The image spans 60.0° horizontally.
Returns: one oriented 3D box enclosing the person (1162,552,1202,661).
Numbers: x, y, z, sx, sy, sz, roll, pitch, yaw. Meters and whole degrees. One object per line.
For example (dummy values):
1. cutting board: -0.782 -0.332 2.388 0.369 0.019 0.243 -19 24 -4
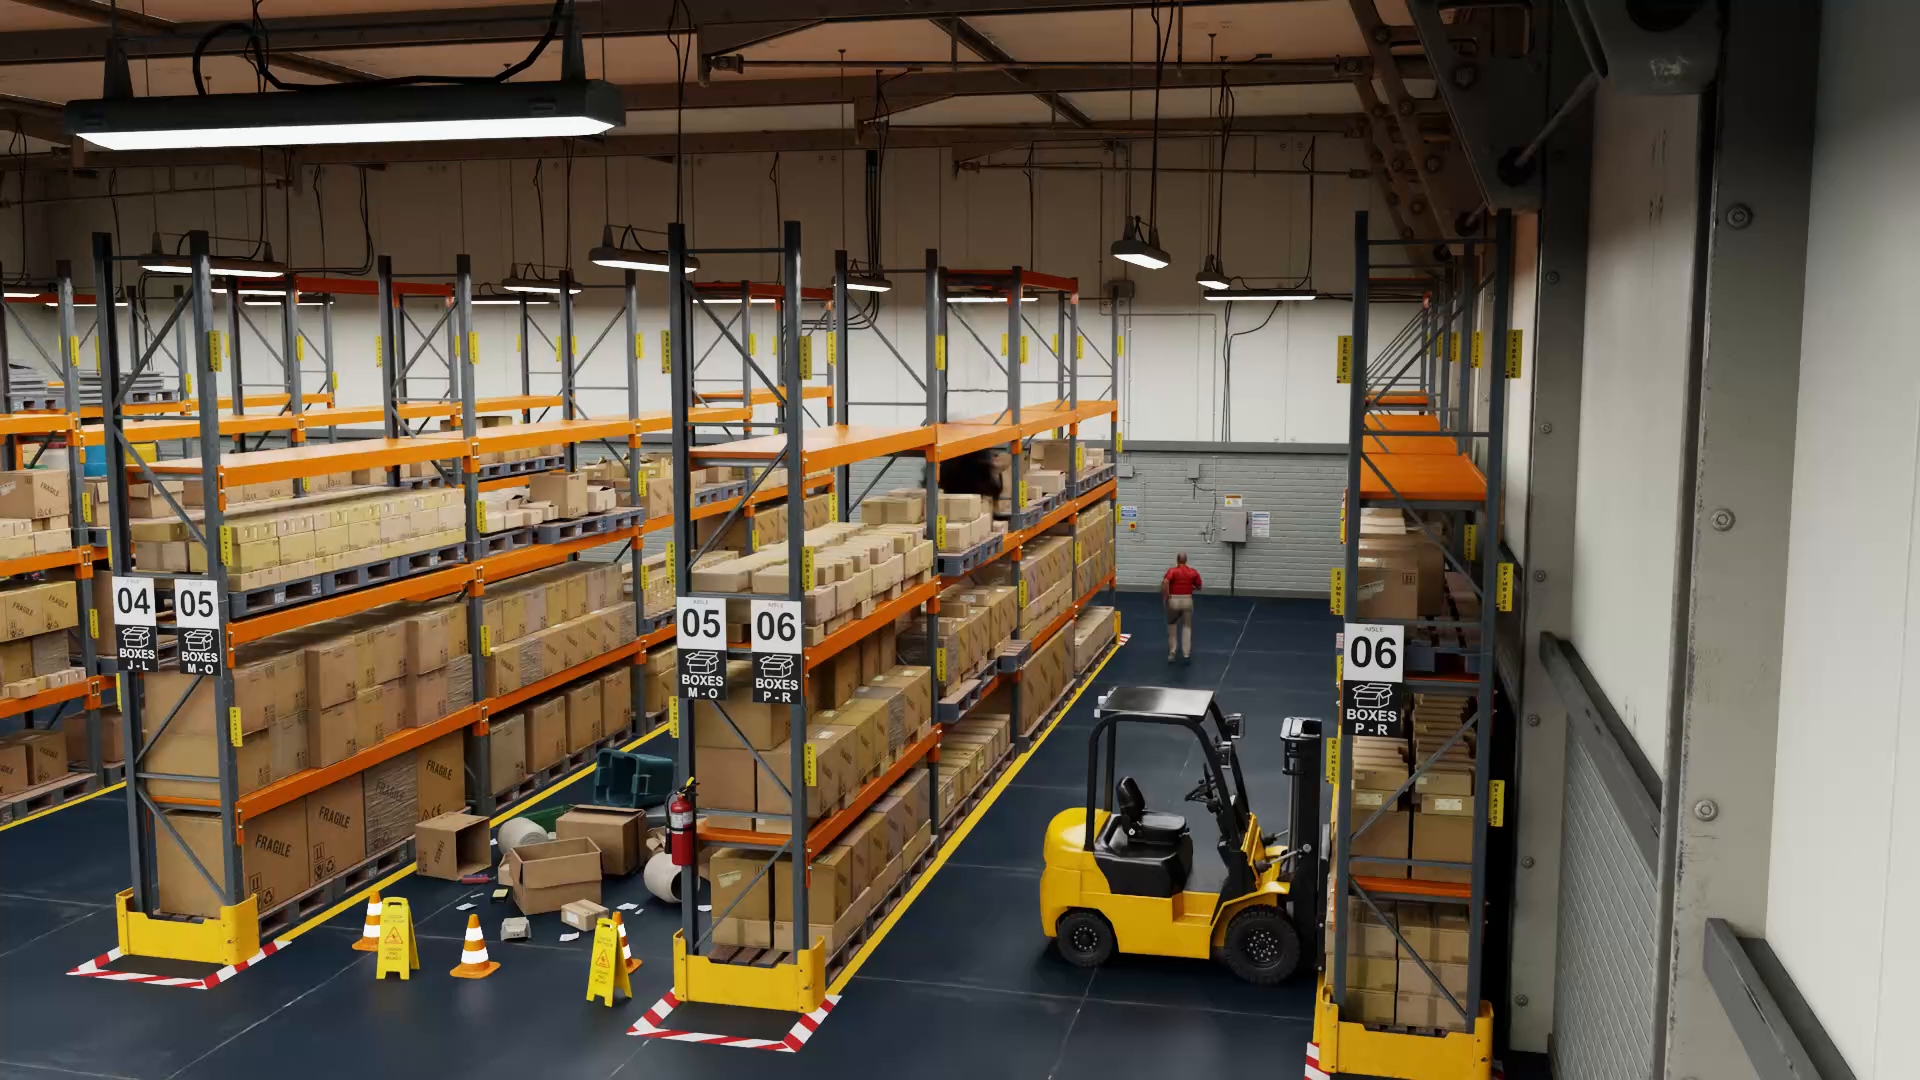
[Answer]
1. person: 3.523 1.097 26.490 0.663 1.812 0.793 0 7 2
